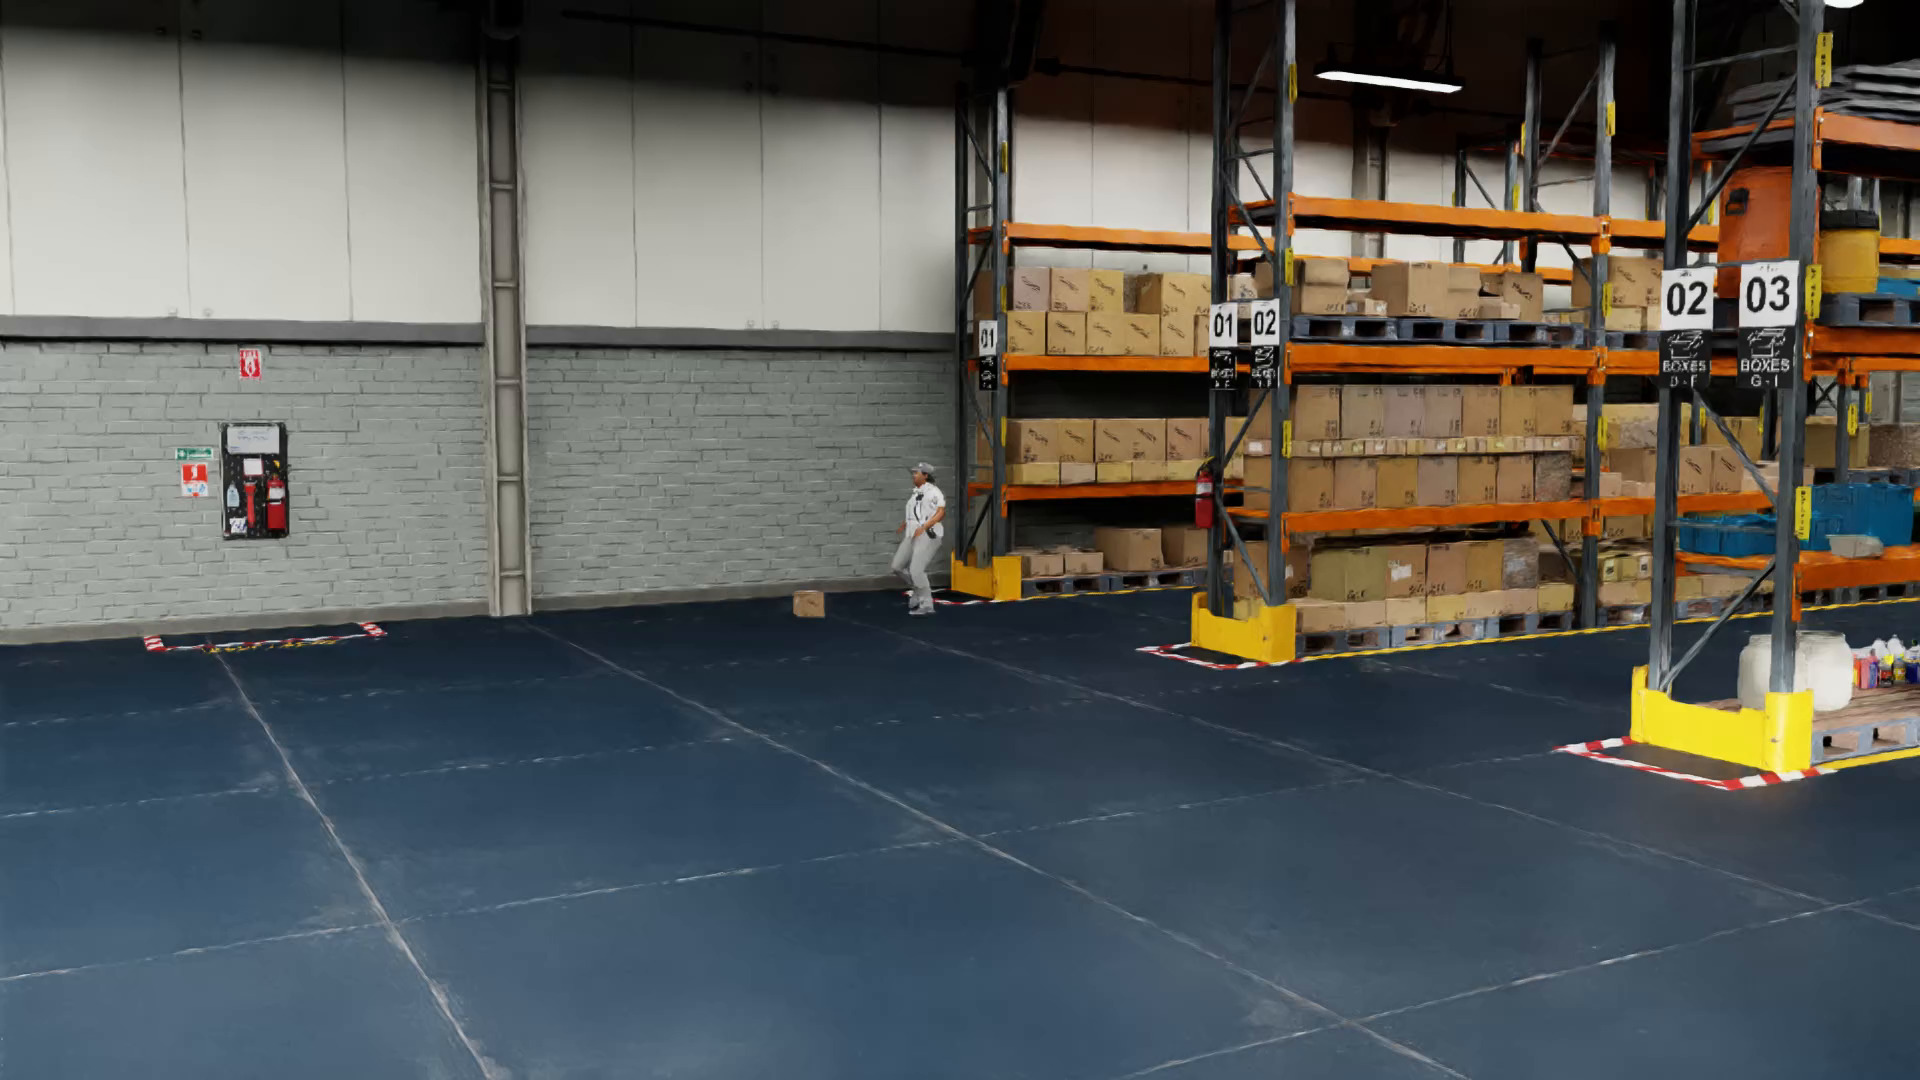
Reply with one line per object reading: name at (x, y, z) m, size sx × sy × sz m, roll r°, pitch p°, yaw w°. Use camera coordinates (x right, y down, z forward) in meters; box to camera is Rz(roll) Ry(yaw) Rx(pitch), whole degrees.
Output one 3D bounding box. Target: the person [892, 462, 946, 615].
person at (-0.432, -0.016, 17.900) m, size 0.477 × 1.637 × 0.707 m, roll -3°, pitch 6°, yaw -30°
